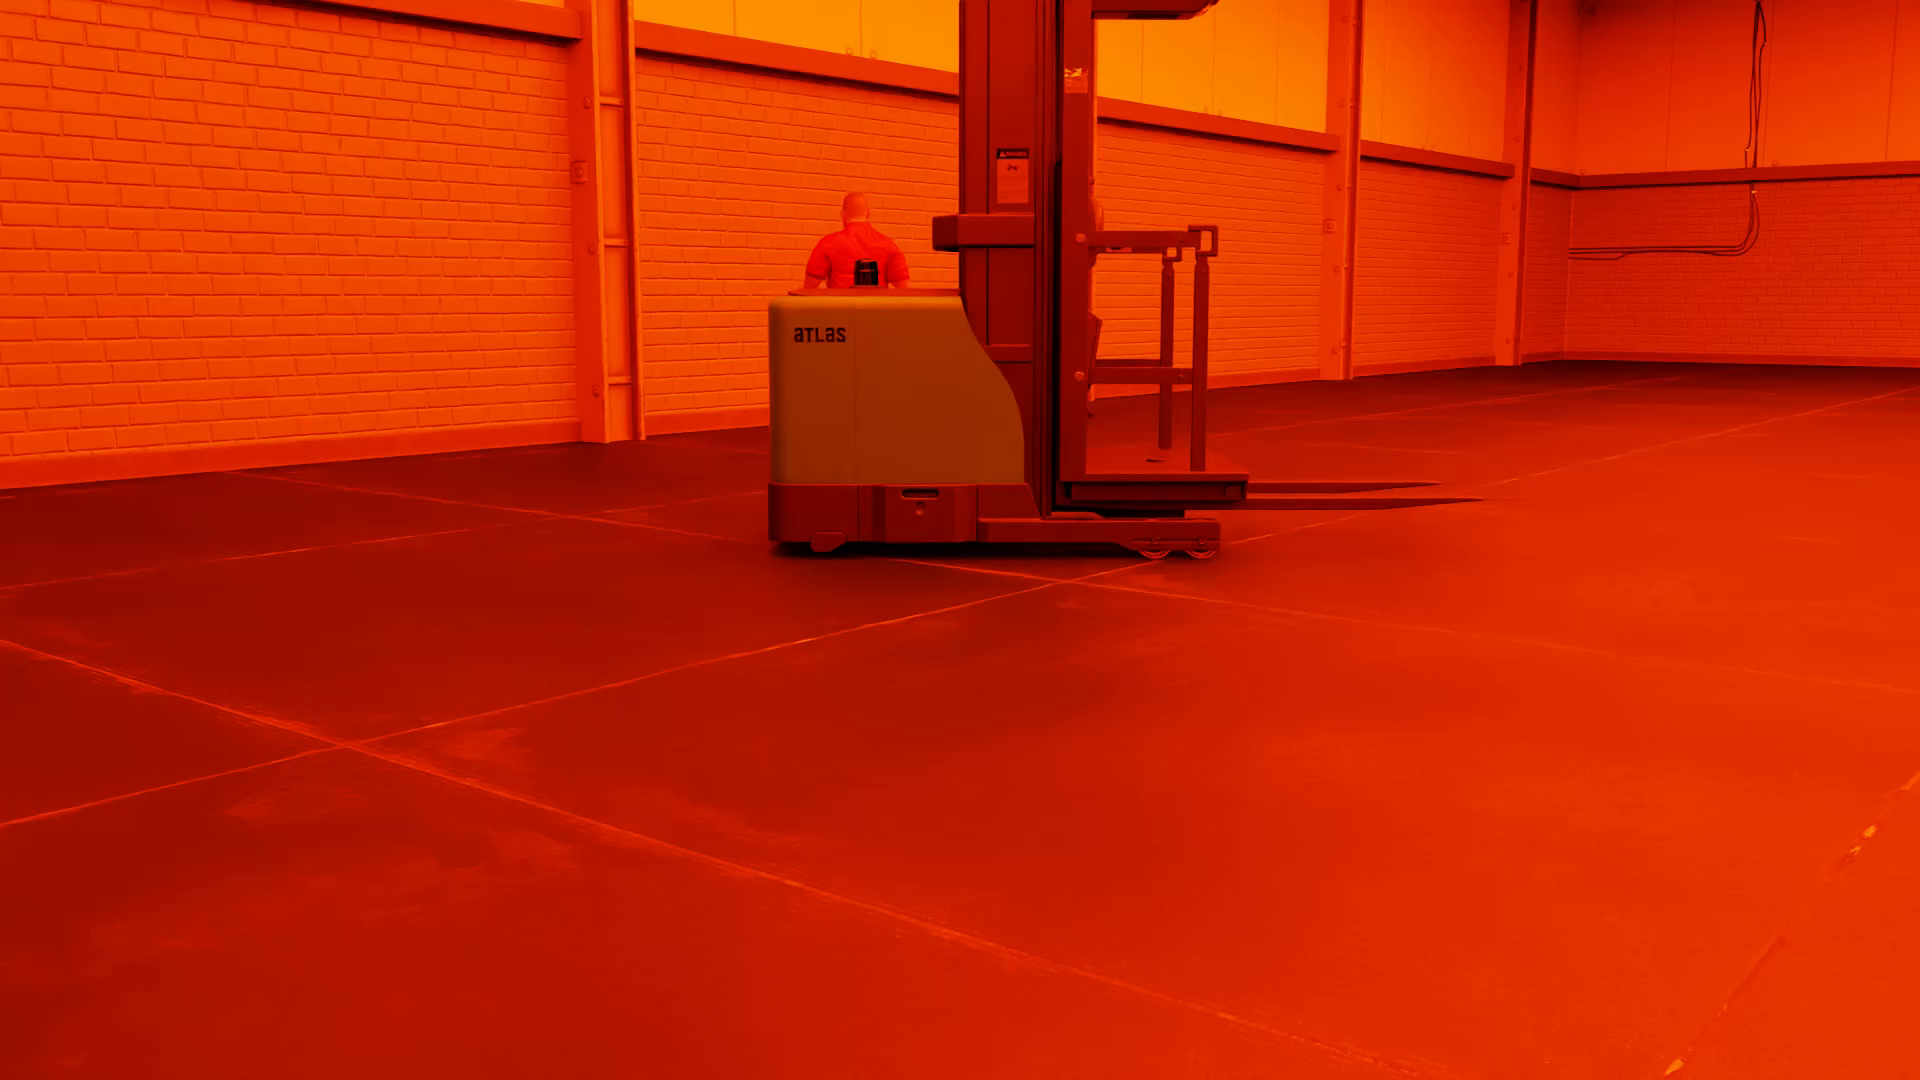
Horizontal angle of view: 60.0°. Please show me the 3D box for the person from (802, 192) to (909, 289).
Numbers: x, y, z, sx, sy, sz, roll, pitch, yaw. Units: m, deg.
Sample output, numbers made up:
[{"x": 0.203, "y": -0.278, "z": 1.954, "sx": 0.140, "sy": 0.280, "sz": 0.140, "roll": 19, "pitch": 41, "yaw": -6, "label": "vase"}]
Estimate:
[{"x": -0.659, "y": -1.290, "z": 10.328, "sx": 0.699, "sy": 1.708, "sz": 0.477, "roll": -2, "pitch": 9, "yaw": -13, "label": "person"}]

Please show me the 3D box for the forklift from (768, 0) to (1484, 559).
[{"x": 0.709, "y": -1.449, "z": 7.187, "sx": 3.031, "sy": 2.935, "sz": 1.130, "roll": 0, "pitch": 8, "yaw": -1, "label": "forklift"}]
